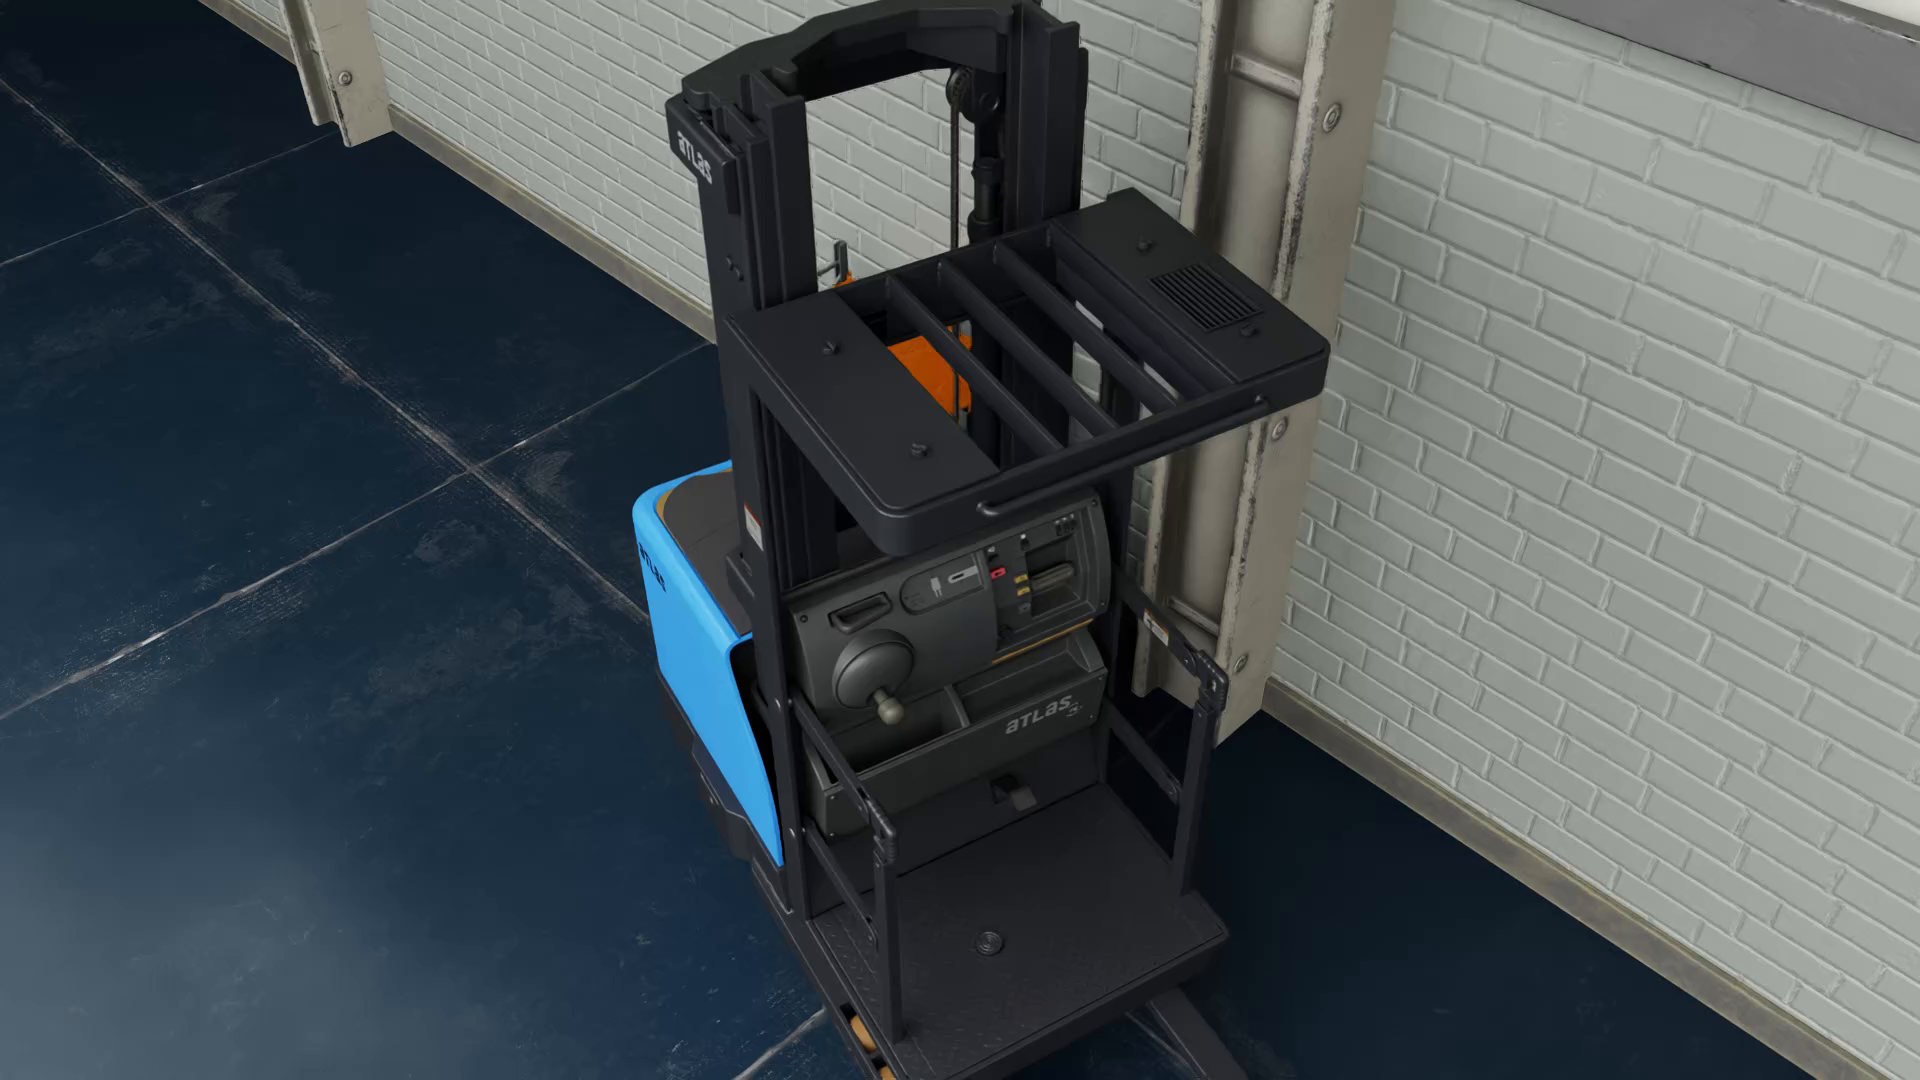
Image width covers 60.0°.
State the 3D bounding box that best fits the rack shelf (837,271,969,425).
[{"bbox_3d":[-0.218,-0.586,6.124,1.000,0.278,0.538,30,51,29],"label":"rack shelf"}]

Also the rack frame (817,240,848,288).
[{"bbox_3d":[-0.604,-0.595,6.565,0.032,1.125,0.500,30,51,29],"label":"rack frame"}]

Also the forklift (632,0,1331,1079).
[{"bbox_3d":[0.105,0.265,4.303,1.130,2.935,3.031,-21,47,-22],"label":"forklift"}]

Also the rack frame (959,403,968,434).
[{"bbox_3d":[0.168,-0.146,6.079,0.032,1.125,0.500,30,51,29],"label":"rack frame"}]

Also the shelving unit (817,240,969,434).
[{"bbox_3d":[-0.218,-0.371,6.322,1.048,1.125,0.538,30,51,29],"label":"shelving unit"}]

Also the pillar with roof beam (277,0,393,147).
[{"bbox_3d":[-6.409,-3.549,3.960,9.100,9.000,0.400,-34,53,-31],"label":"pillar with roof beam"}]

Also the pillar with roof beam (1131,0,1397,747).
[{"bbox_3d":[-2.172,-0.666,0.840,9.100,9.000,0.400,-34,53,-31],"label":"pillar with roof beam"}]
